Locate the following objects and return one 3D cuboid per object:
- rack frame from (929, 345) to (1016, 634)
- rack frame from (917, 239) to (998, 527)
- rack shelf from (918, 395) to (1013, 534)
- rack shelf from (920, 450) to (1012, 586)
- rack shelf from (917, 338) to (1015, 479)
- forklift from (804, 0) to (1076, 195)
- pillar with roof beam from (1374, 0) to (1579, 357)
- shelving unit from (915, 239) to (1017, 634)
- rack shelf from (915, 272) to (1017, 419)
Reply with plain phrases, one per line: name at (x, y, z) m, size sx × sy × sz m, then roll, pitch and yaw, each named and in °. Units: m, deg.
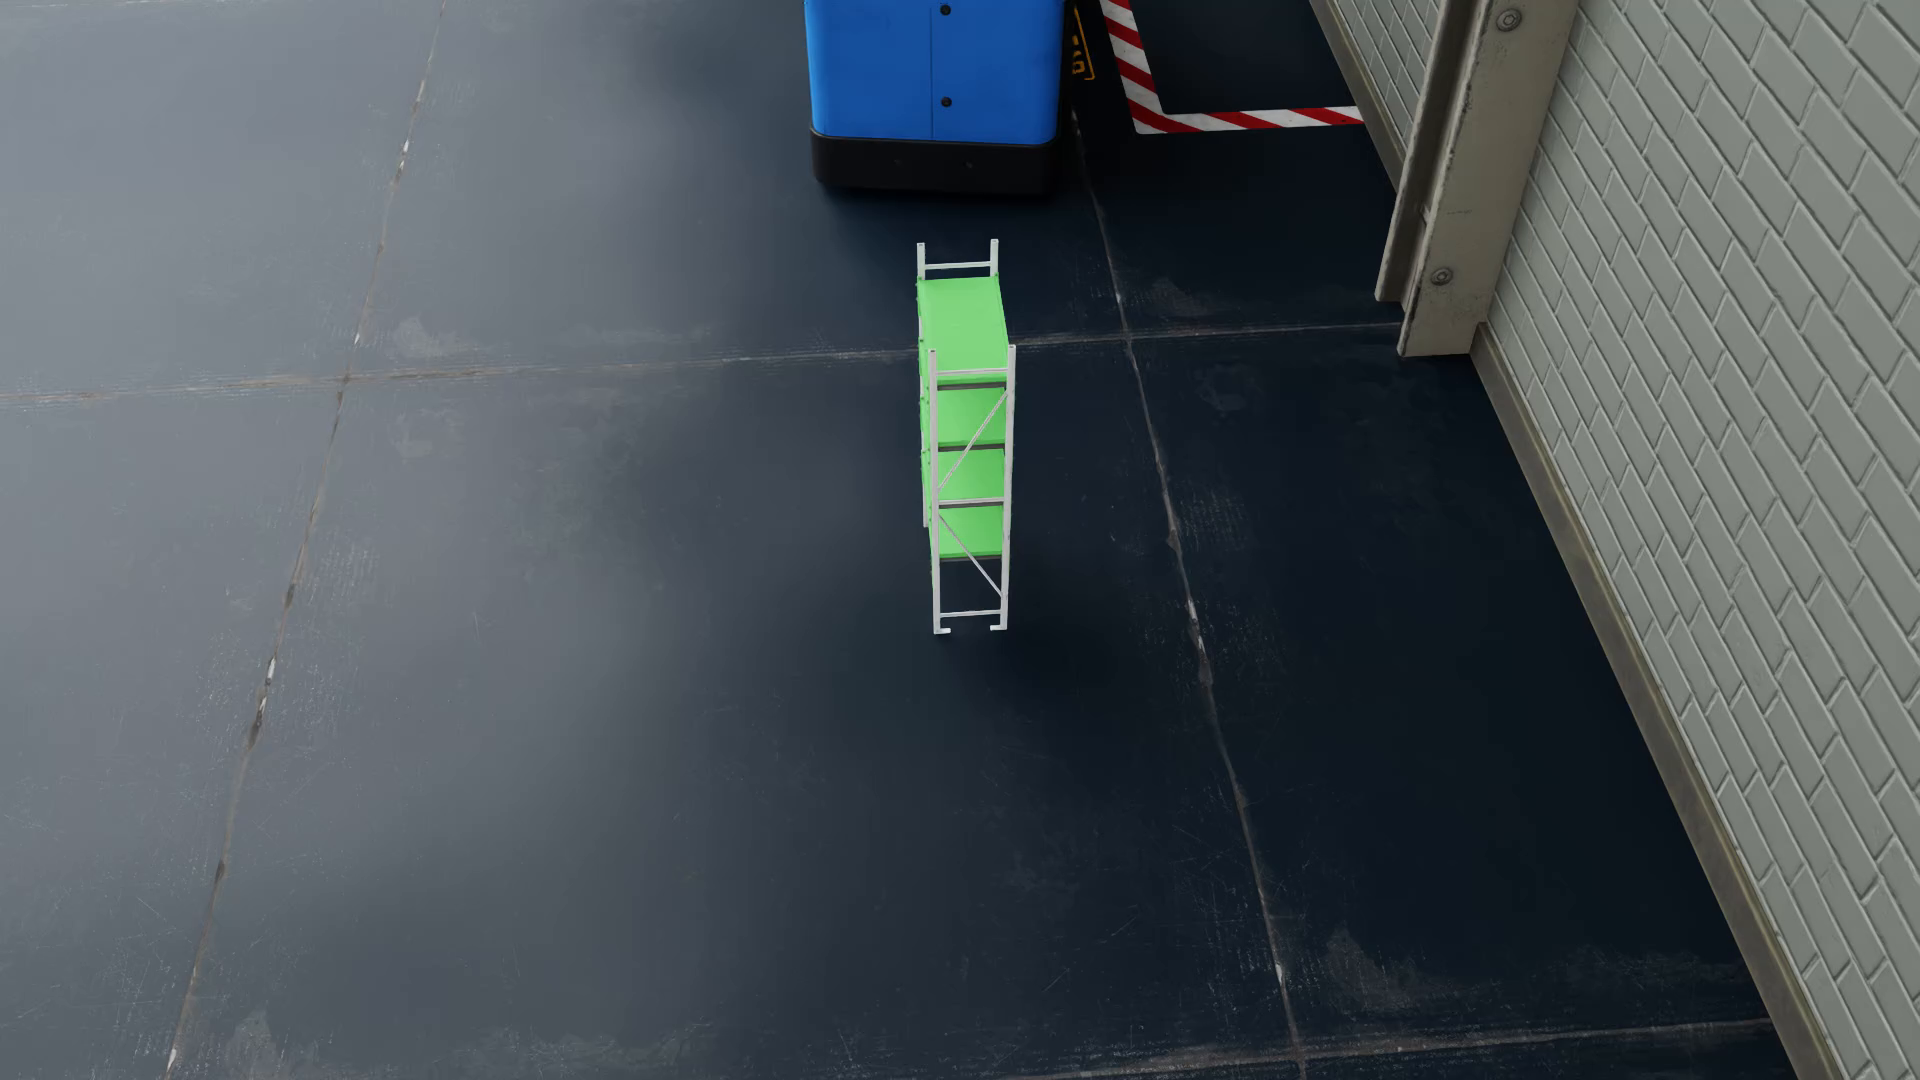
rack frame at (0.034, -0.116, 5.034) m, size 0.240 × 1.200 × 0.015 m, roll -3°, pitch 47°, yaw -3°
rack frame at (-0.007, -0.469, 5.368) m, size 0.240 × 1.200 × 0.015 m, roll -3°, pitch 47°, yaw -3°
rack shelf at (0.014, -0.249, 5.247) m, size 0.258 × 0.148 × 0.480 m, roll -3°, pitch 47°, yaw -3°
rack shelf at (0.014, -0.084, 5.422) m, size 0.258 × 0.148 × 0.480 m, roll -3°, pitch 47°, yaw -3°
rack shelf at (0.014, -0.414, 5.073) m, size 0.258 × 0.148 × 0.480 m, roll -3°, pitch 47°, yaw -3°
forklift at (0.000, -3.534, 7.078) m, size 1.130 × 2.935 × 3.031 m, roll 3°, pitch 47°, yaw 3°
pillar with roof beam at (-2.454, -3.693, 3.050) m, size 9.100 × 9.000 × 0.400 m, roll -3°, pitch 47°, yaw -3°
shelving unit at (0.014, -0.293, 5.201) m, size 0.258 × 1.200 × 0.503 m, roll -3°, pitch 47°, yaw -3°
rack shelf at (0.014, -0.579, 4.899) m, size 0.258 × 0.148 × 0.480 m, roll -3°, pitch 47°, yaw -3°
